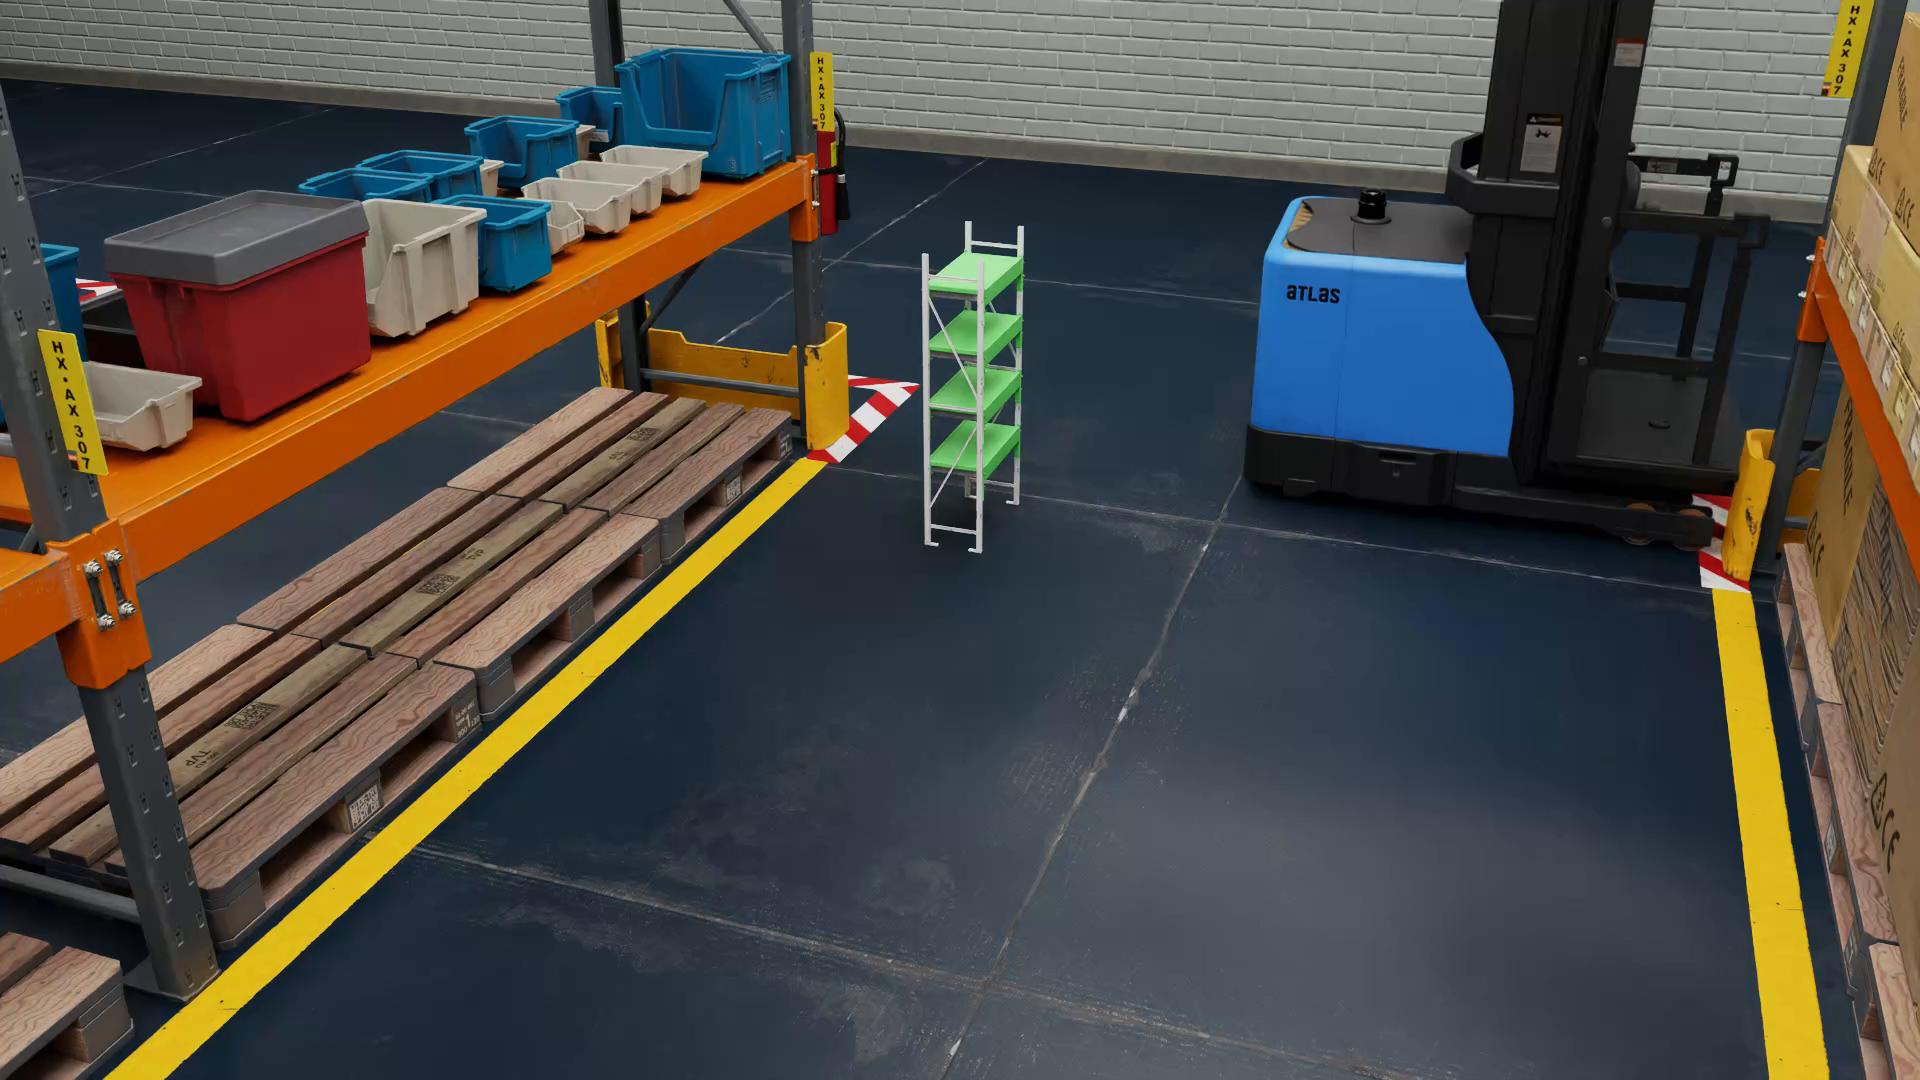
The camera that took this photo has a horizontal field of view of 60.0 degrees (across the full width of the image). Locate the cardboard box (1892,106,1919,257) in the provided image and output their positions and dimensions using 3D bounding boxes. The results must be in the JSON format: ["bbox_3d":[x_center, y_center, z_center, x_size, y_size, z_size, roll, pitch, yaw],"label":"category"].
[{"bbox_3d":[2.816,-1.003,4.350,0.500,0.500,0.500,8,27,16],"label":"cardboard box"}]

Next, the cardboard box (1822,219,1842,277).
[{"bbox_3d":[3.135,-0.966,5.591,0.380,0.149,0.250,9,27,18],"label":"cardboard box"}]

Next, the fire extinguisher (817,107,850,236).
[{"bbox_3d":[-0.628,-1.688,7.312,0.296,0.674,0.183,9,27,17],"label":"fire extinguisher"}]

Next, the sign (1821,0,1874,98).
[{"bbox_3d":[3.043,-1.685,5.704,0.100,0.325,0.005,9,27,17],"label":"sign"}]

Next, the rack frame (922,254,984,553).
[{"bbox_3d":[-0.026,-0.508,6.422,0.240,1.200,0.015,9,27,17],"label":"rack frame"}]

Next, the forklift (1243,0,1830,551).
[{"bbox_3d":[2.797,-1.533,6.552,3.031,2.935,1.130,7,27,15],"label":"forklift"}]

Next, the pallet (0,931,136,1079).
[{"bbox_3d":[-2.734,1.315,3.792,1.003,0.211,1.213,9,27,17],"label":"pallet"}]

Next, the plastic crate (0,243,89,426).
[{"bbox_3d":[-2.604,-0.512,4.316,0.392,0.384,0.575,9,27,17],"label":"plastic crate"}]

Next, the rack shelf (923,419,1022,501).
[{"bbox_3d":[0.055,-0.335,6.761,0.258,0.148,0.480,9,27,17],"label":"rack shelf"}]

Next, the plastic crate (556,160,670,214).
[{"bbox_3d":[-1.317,-1.325,6.278,0.396,0.136,0.243,9,27,17],"label":"plastic crate"}]

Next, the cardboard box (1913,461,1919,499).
[{"bbox_3d":[2.453,-0.121,3.846,0.380,0.149,0.250,8,27,17],"label":"cardboard box"}]

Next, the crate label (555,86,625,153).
[{"bbox_3d":[-1.499,-1.793,7.134,0.416,0.233,0.303,9,27,17],"label":"crate label"}]

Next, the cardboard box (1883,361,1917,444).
[{"bbox_3d":[2.624,-0.333,4.285,0.380,0.149,0.250,8,27,16],"label":"cardboard box"}]

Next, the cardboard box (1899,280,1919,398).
[{"bbox_3d":[2.644,-0.449,4.067,0.500,0.250,0.500,8,27,16],"label":"cardboard box"}]

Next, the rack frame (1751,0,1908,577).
[{"bbox_3d":[3.564,-1.177,5.738,1.000,3.000,0.127,9,27,17],"label":"rack frame"}]

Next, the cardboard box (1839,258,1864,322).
[{"bbox_3d":[2.966,-0.755,5.155,0.380,0.149,0.250,8,27,16],"label":"cardboard box"}]

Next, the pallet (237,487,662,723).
[{"bbox_3d":[-1.825,0.193,6.109,1.003,0.211,1.213,9,27,17],"label":"pallet"}]

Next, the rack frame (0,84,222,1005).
[{"bbox_3d":[-2.438,-0.251,3.827,1.000,3.000,0.127,9,27,17],"label":"rack frame"}]

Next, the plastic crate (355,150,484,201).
[{"bbox_3d":[-1.938,-1.252,6.017,0.416,0.233,0.300,9,27,17],"label":"plastic crate"}]

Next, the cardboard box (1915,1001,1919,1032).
[{"bbox_3d":[2.528,0.975,3.251,0.875,0.875,0.875,9,27,17],"label":"cardboard box"}]

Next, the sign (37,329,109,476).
[{"bbox_3d":[-1.920,-0.295,3.600,0.100,0.325,0.005,9,27,17],"label":"sign"}]

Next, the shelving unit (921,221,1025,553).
[{"bbox_3d":[0.055,-0.608,6.629,0.258,1.200,0.503,9,27,17],"label":"shelving unit"}]

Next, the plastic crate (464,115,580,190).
[{"bbox_3d":[-1.718,-1.522,6.575,0.416,0.233,0.300,9,27,17],"label":"plastic crate"}]

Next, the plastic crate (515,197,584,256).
[{"bbox_3d":[-1.468,-1.083,5.778,0.298,0.136,0.250,9,27,17],"label":"plastic crate"}]

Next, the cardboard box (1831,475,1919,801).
[{"bbox_3d":[3.124,0.239,4.770,0.875,0.875,0.875,9,27,17],"label":"cardboard box"}]

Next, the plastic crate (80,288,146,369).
[{"bbox_3d":[-2.319,-0.653,4.904,0.437,0.125,0.590,9,27,17],"label":"plastic crate"}]

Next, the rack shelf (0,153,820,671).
[{"bbox_3d":[-1.772,-0.749,5.681,1.077,0.370,4.000,9,27,17],"label":"rack shelf"}]

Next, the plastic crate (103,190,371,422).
[{"bbox_3d":[-1.904,-0.638,4.482,0.402,0.464,0.583,9,27,17],"label":"plastic crate"}]

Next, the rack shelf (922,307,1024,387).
[{"bbox_3d":[0.055,-0.767,6.552,0.258,0.148,0.480,9,27,17],"label":"rack shelf"}]

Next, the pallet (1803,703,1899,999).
[{"bbox_3d":[2.964,0.918,4.612,1.003,0.211,1.213,9,27,17],"label":"pallet"}]

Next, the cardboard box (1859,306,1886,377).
[{"bbox_3d":[2.794,-0.543,4.718,0.380,0.149,0.250,8,27,16],"label":"cardboard box"}]

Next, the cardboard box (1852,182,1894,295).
[{"bbox_3d":[2.983,-0.870,4.936,0.500,0.250,0.500,8,27,17],"label":"cardboard box"}]

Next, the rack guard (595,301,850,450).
[{"bbox_3d":[-1.111,-0.782,7.791,1.175,0.500,0.348,9,27,17],"label":"rack guard"}]
